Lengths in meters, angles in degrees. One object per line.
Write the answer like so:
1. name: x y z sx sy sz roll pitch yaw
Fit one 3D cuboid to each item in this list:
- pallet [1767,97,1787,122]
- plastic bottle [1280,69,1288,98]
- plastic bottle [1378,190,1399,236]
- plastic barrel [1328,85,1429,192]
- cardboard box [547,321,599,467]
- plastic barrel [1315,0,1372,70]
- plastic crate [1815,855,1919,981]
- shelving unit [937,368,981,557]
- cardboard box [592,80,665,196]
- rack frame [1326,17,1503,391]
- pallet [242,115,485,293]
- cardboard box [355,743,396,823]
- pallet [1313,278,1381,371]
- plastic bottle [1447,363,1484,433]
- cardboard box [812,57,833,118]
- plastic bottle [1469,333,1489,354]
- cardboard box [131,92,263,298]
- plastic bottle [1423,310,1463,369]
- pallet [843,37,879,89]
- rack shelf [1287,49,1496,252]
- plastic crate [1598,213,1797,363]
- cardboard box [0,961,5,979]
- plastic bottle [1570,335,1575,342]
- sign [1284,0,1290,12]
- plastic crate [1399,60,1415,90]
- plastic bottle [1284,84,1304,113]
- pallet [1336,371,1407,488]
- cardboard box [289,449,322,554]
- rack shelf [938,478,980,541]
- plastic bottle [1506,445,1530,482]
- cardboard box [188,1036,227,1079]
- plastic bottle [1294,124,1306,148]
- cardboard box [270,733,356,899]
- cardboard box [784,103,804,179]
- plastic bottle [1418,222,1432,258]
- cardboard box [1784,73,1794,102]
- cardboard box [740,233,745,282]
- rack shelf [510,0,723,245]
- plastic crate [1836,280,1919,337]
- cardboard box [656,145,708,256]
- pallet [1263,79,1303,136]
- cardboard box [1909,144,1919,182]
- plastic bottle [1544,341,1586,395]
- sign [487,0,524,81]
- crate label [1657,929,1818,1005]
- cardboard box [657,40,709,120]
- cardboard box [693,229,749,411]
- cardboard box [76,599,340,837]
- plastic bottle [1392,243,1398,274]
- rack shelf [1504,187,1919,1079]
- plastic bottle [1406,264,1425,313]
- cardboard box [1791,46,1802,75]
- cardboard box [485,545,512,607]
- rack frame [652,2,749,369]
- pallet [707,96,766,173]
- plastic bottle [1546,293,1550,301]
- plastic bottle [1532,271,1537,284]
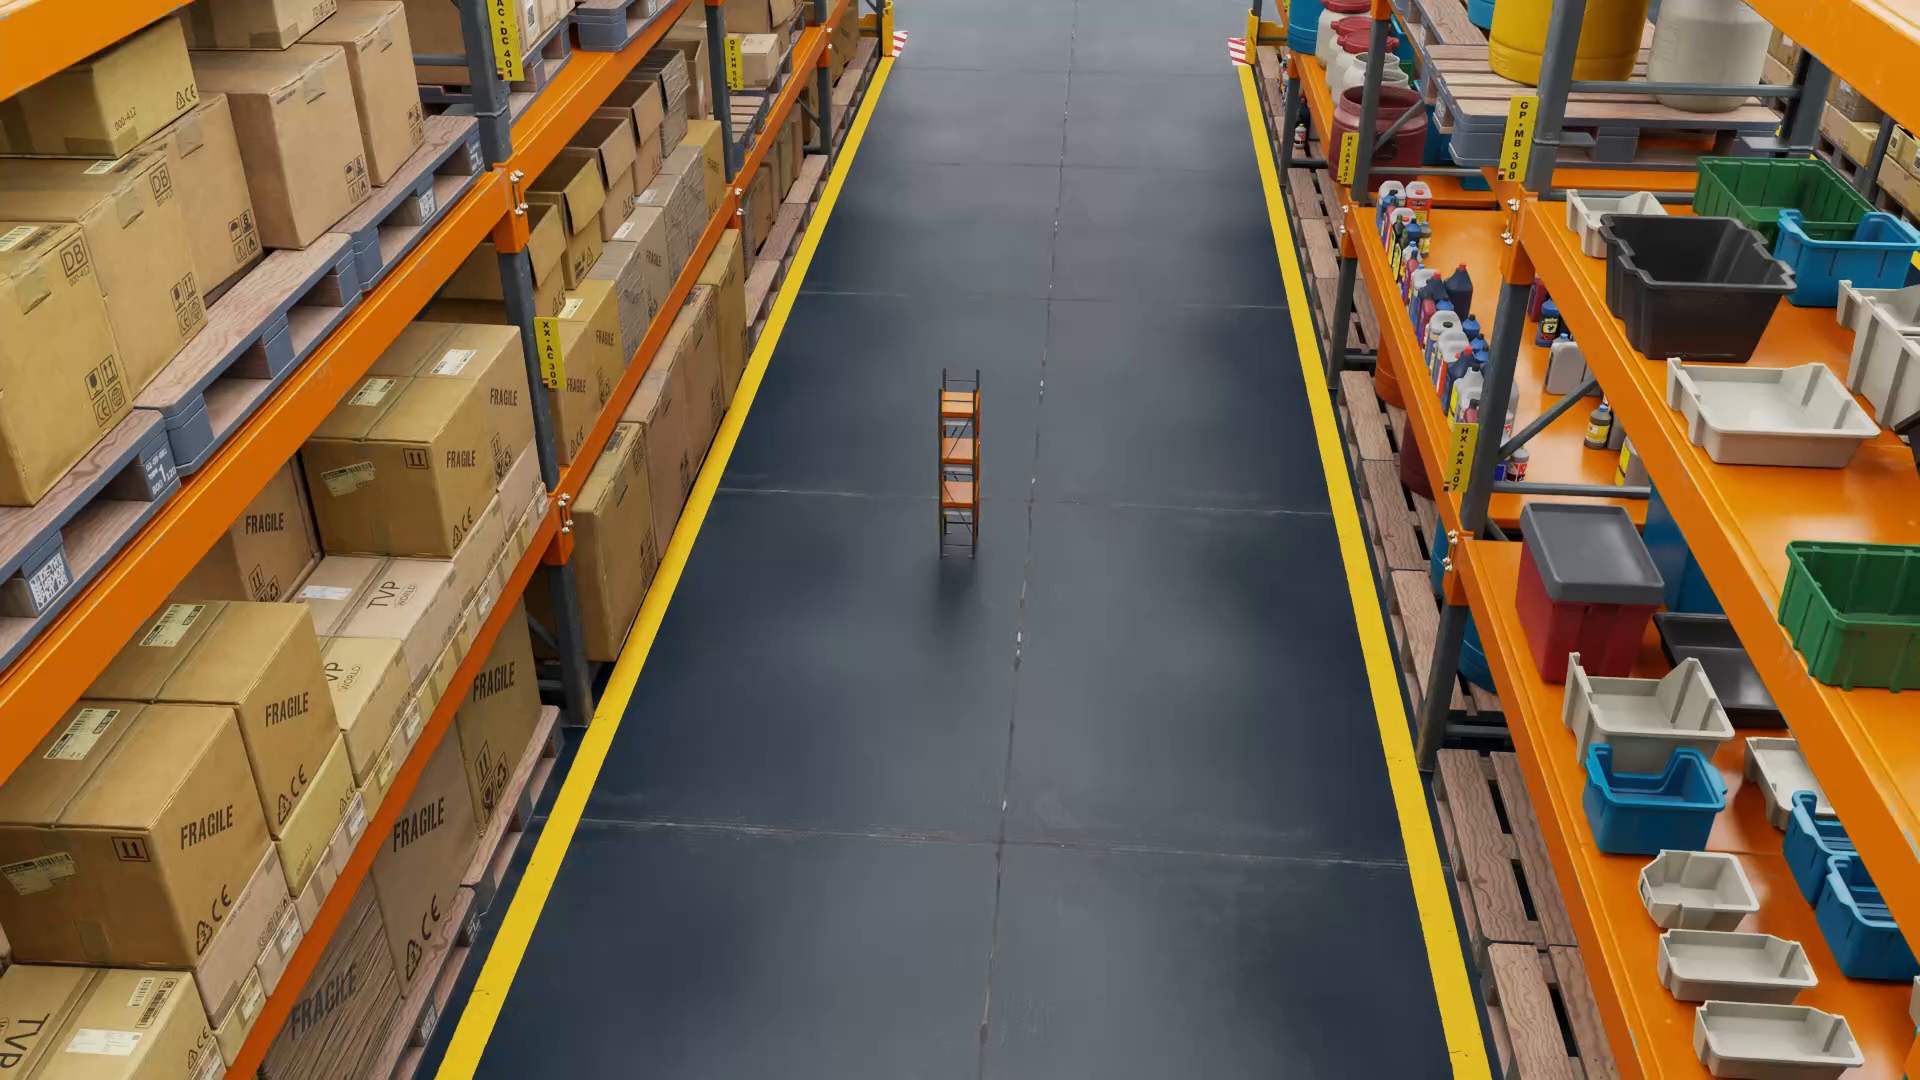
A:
1. pallet: 8.436 -4.037 15.880 1.003 0.211 1.213 2 32 4
2. plastic bottle: 3.135 -4.388 15.972 0.097 0.271 0.097 0 32 0
3. plastic bottle: 2.576 -1.966 9.984 0.097 0.271 0.097 0 32 0
4. plastic barrel: 2.706 -2.606 10.770 0.600 0.536 0.708 2 32 4
5. cardboard box: -2.005 -0.685 7.687 0.500 0.500 0.500 3 32 4
6. plastic barrel: 2.999 -3.951 12.953 0.433 0.535 0.433 0 32 0
7. plastic crate: 2.774 1.133 4.935 0.416 0.233 0.300 2 32 4
8. shelving unit: -0.004 -0.419 9.209 0.215 1.050 0.252 2 32 4
9. cardboard box: -2.098 -2.252 9.273 0.797 0.503 0.637 3 32 5
10. rack frame: 2.970 -2.293 10.391 1.000 3.000 0.127 2 32 4
11. pallet: -2.369 -1.224 5.884 1.003 0.211 1.213 2 32 4
12. cardboard box: -2.136 0.810 5.596 0.380 0.149 0.250 2 32 3
13. pallet: 3.072 -1.509 11.778 1.003 0.211 1.213 2 32 4
14. plastic bottle: 2.393 -0.675 7.813 0.144 0.351 0.185 2 32 4
15. cardboard box: -1.529 -4.218 15.497 0.500 0.500 0.500 13 34 19
16. plastic bottle: 2.562 -0.896 8.247 0.097 0.271 0.097 0 32 0
17. cardboard box: -2.528 -0.993 4.833 0.700 0.500 0.500 4 32 6
18. plastic bottle: 2.455 -1.014 8.436 0.152 0.276 0.135 2 32 4
19. pallet: -1.423 -5.037 17.503 1.003 0.211 1.213 2 32 4
20. rack shelf: 3.133 -3.032 12.277 1.077 0.370 4.000 2 32 4
21. plastic crate: 2.270 -0.785 5.210 0.497 0.269 0.590 2 32 4
22. cardboard box: -2.843 1.351 4.338 0.500 0.250 0.500 2 32 3
23. plastic bottle: 3.156 -0.979 8.379 0.152 0.276 0.135 2 32 4
24. sign: 2.748 -4.531 13.760 0.100 0.325 0.005 2 32 4
25. plastic crate: 3.435 -3.371 12.344 0.450 0.188 0.662 2 32 4
26. plastic bottle: 3.120 -4.115 15.525 0.152 0.276 0.135 3 32 5
27. pallet: 2.948 -0.691 10.451 1.003 0.211 1.213 2 32 4
28. cardboard box: -2.634 -0.298 6.299 0.500 0.500 0.500 2 32 4
29. rack shelf: -0.004 -0.173 9.361 0.215 0.259 0.240 2 32 4
30. plastic bottle: 2.480 -0.341 7.413 0.097 0.201 0.097 0 32 0
31. cardboard box: -2.240 1.480 4.509 0.380 0.149 0.250 2 32 3
32. plastic bottle: 3.015 -3.583 14.734 0.097 0.201 0.097 0 32 0
33. cardboard box: -2.229 0.842 5.164 0.500 0.250 0.500 1 32 2
34. cardboard box: -1.712 -3.399 14.150 0.700 0.500 0.500 0 32 0
35. plastic bottle: 2.701 -1.758 9.713 0.097 0.201 0.097 0 32 0
36. cardboard box: 8.169 -4.215 15.732 0.500 0.250 0.500 2 32 4
37. cardboard box: -1.932 -1.979 11.845 0.700 0.500 0.500 1 32 1
38. rack shelf: -2.129 -2.429 8.439 1.077 0.370 4.000 2 32 4
39. plastic crate: 2.920 -0.684 5.174 0.293 0.136 0.466 2 32 4
40. cardboard box: -1.806 -2.018 9.850 0.500 0.500 0.500 2 32 4
41. pallet: 3.489 -4.186 16.122 1.003 0.211 1.213 2 32 4
42. cardboard box: 7.905 -2.951 13.145 0.500 0.311 0.500 2 32 3
43. plastic bottle: 2.986 -0.865 8.192 0.152 0.276 0.135 2 32 4
44. sign: -1.739 -1.920 6.360 0.100 0.325 0.005 2 32 4
45. crate label: 2.241 1.246 4.844 0.396 0.136 0.243 2 32 4
46. cardboard box: -1.962 -3.010 11.059 0.500 0.500 0.500 -1 32 -2
47. cardboard box: -2.043 -1.418 10.598 1.225 0.875 0.875 1 32 2
48. cardboard box: -2.233 0.525 4.964 0.500 0.500 0.500 2 32 3
49. plastic bottle: 2.527 -1.624 9.496 0.097 0.201 0.097 0 32 0
50. rack shelf: 2.482 -0.126 4.702 1.077 0.370 4.000 2 32 4
51. plastic bottle: 2.482 -1.362 9.004 0.097 0.271 0.097 0 32 0
52. cardboard box: 8.168 -4.535 15.535 0.500 0.500 0.500 2 32 4
53. cardboard box: -2.032 0.137 6.689 0.380 0.149 0.250 2 32 3
54. rack frame: -1.966 -2.504 10.735 1.000 3.000 0.127 2 32 4
55. pallet: -2.015 -2.800 11.397 1.213 0.211 1.003 2 32 4
56. plastic bottle: 3.215 -1.363 8.930 0.144 0.351 0.185 2 32 4
57. plastic bottle: 3.276 -1.544 9.365 0.097 0.201 0.097 0 32 0
